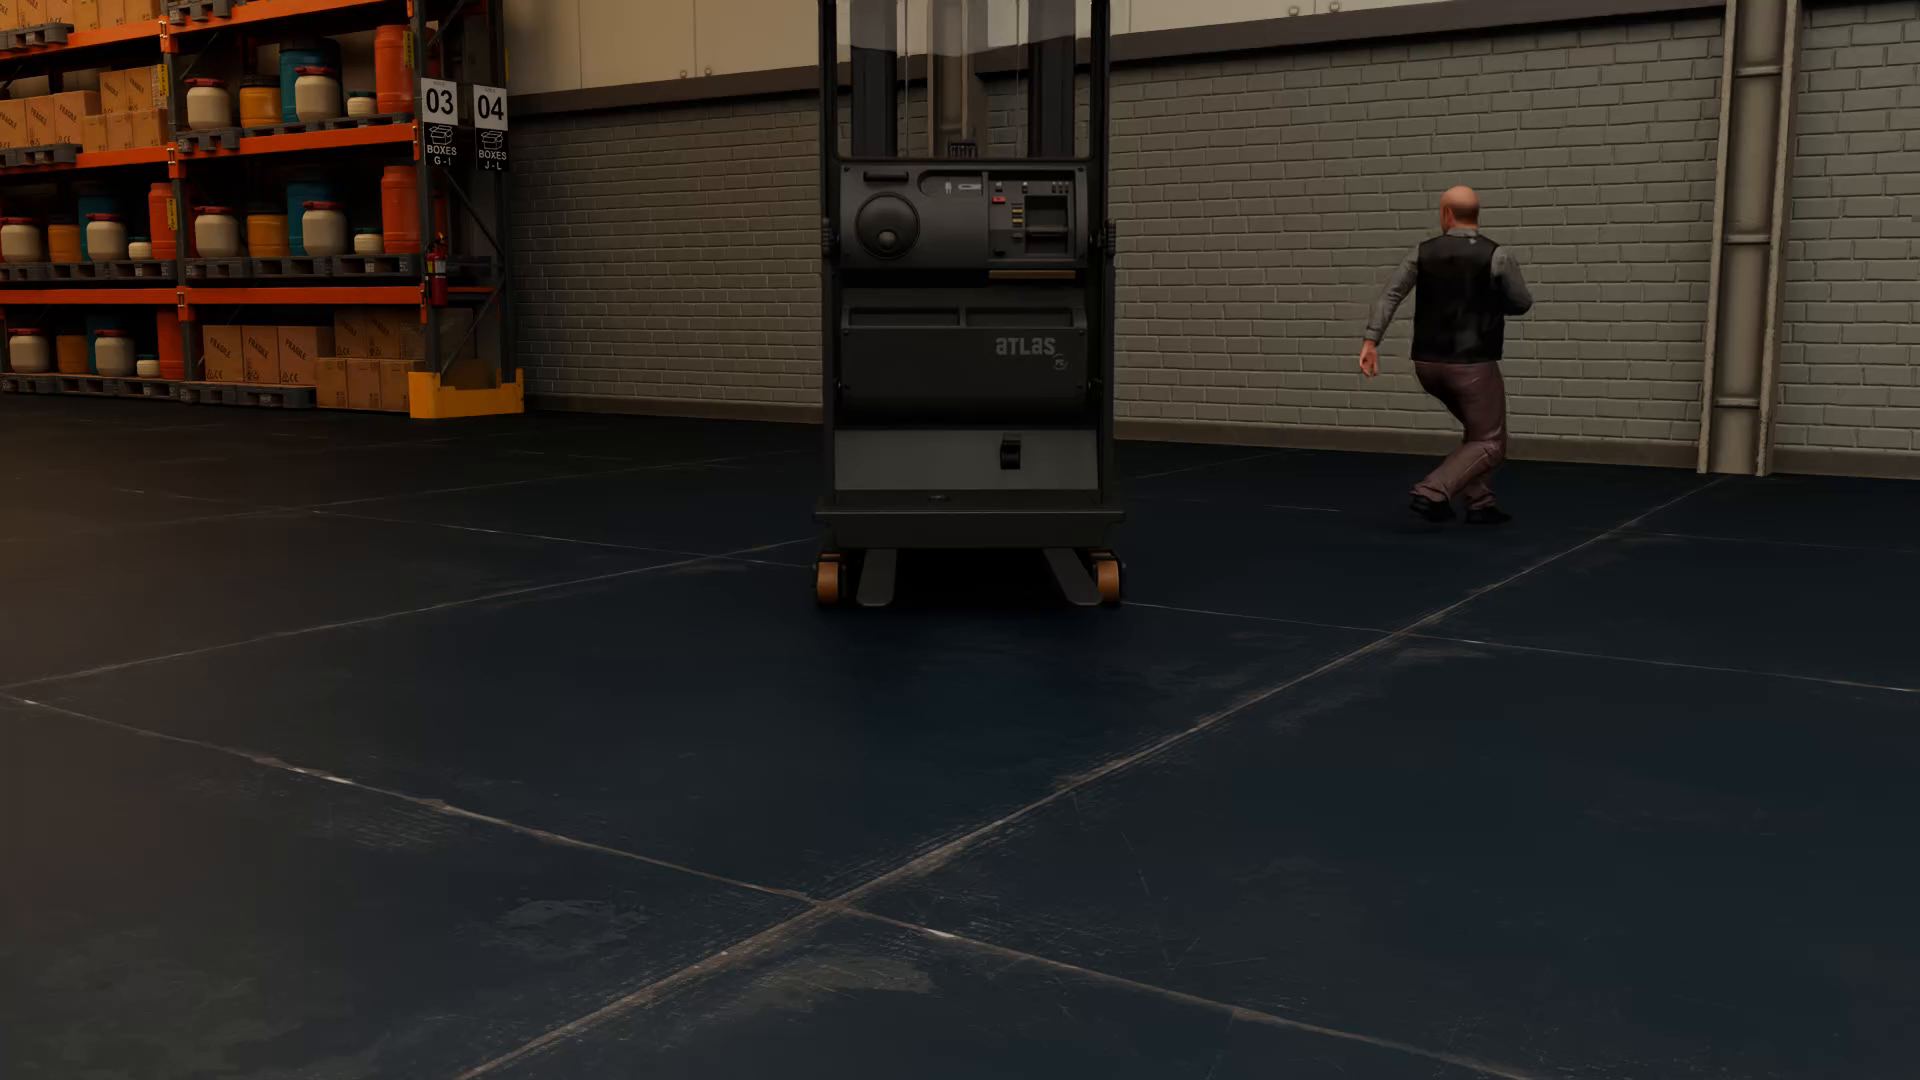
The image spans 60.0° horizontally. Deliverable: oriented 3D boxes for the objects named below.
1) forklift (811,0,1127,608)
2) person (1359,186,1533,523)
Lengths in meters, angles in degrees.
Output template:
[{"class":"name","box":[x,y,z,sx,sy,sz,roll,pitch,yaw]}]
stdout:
[{"class":"forklift","box":[0.023,-1.259,6.046,1.130,2.935,3.031,0,8,-1]},{"class":"person","box":[2.386,-0.865,7.990,0.868,1.640,0.573,-5,10,-33]}]
